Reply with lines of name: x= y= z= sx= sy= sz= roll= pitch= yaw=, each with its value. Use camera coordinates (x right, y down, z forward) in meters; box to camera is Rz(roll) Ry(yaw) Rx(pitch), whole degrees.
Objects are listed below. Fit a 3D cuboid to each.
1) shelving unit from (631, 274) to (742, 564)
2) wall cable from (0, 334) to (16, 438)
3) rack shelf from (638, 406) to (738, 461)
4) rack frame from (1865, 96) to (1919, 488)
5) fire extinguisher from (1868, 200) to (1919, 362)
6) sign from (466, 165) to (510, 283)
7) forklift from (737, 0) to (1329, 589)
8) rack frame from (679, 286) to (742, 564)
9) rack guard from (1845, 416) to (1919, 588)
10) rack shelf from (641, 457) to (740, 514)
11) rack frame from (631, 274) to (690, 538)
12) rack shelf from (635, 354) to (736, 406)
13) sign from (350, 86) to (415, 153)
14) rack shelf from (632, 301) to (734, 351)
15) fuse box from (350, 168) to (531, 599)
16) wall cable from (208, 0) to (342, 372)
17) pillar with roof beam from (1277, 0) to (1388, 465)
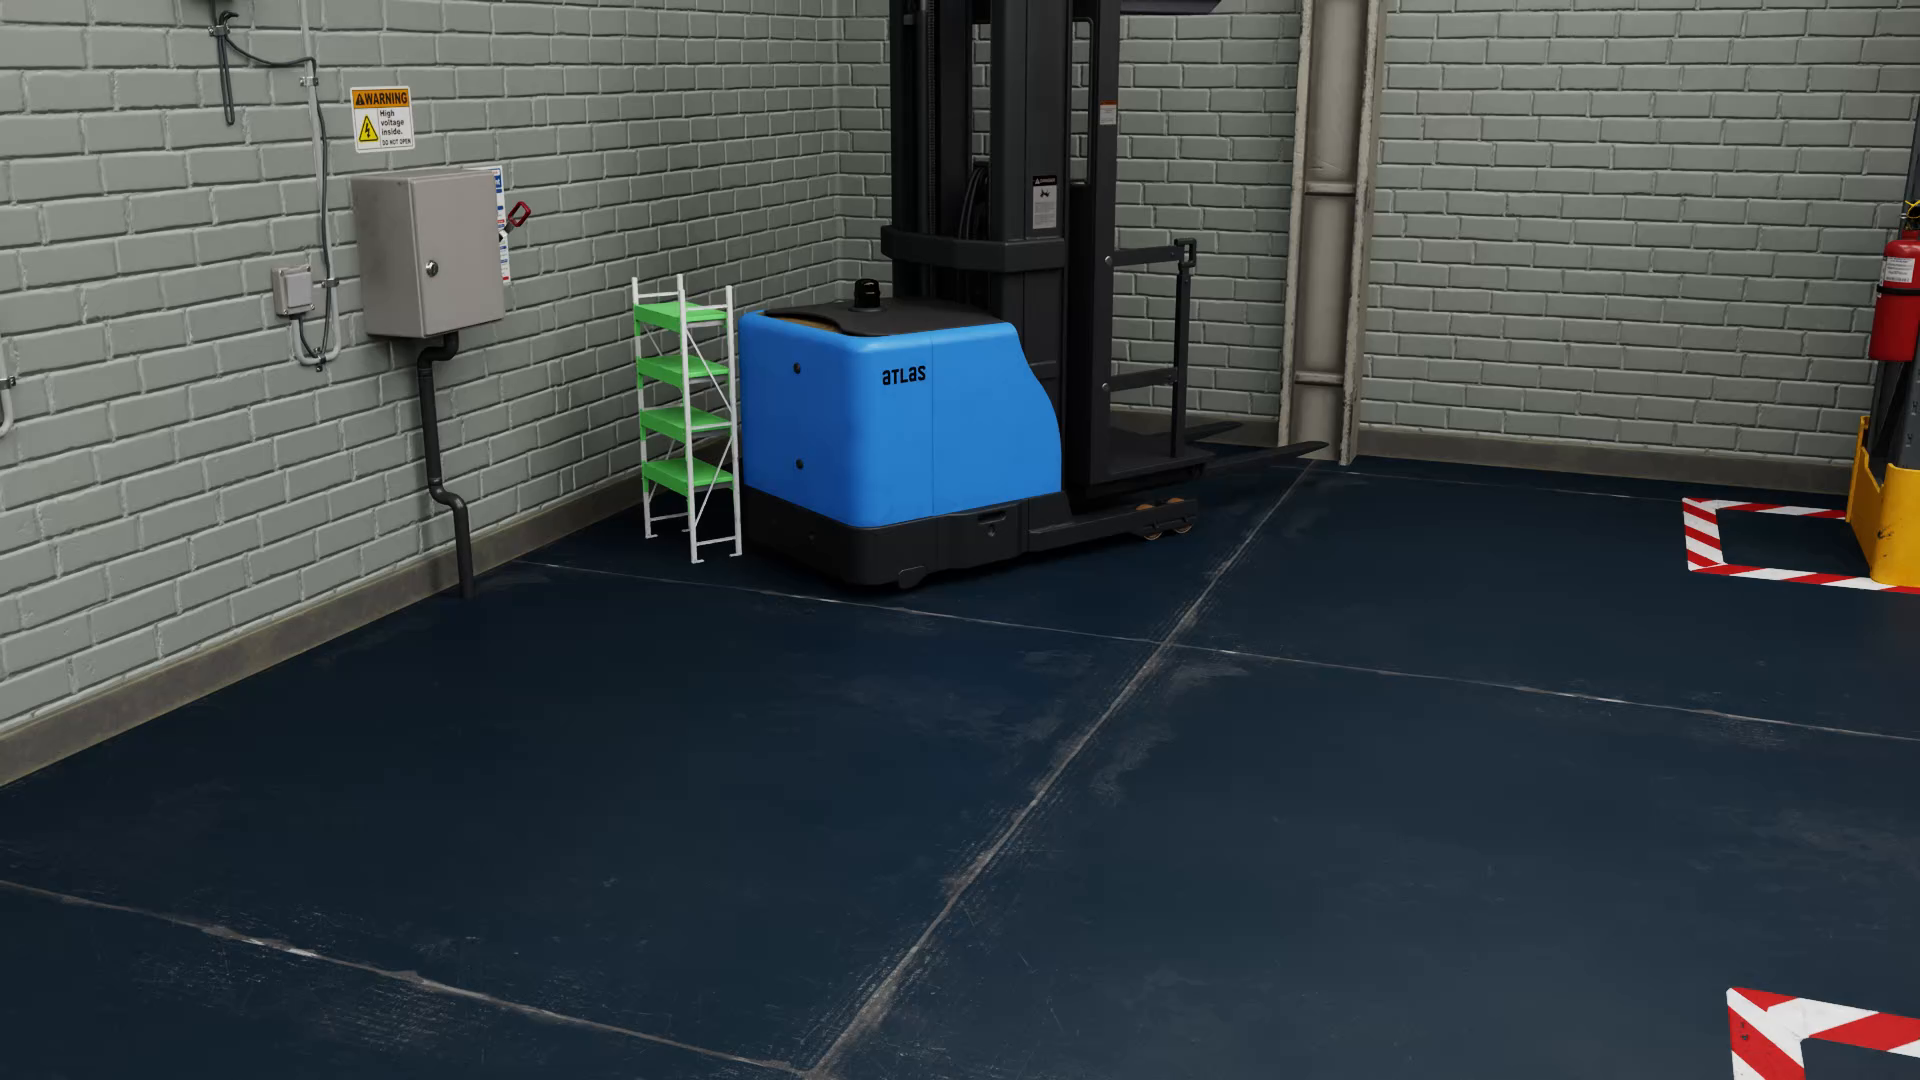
shelving unit: x=-1.218 y=-0.549 z=7.412 sx=0.258 sy=1.200 sz=0.503 roll=-11 pitch=19 yaw=-33
wall cable: x=-2.903 y=-1.183 z=4.491 sx=0.123 sy=1.953 sz=0.585 roll=6 pitch=17 yaw=21
rack shelf: x=-1.218 y=-0.487 z=7.430 sx=0.258 sy=0.148 sz=0.480 roll=-11 pitch=19 yaw=-33
rack frame: x=4.169 y=-1.397 z=7.106 sx=0.127 sy=3.000 sz=1.000 roll=6 pitch=17 yaw=21
fire extinguisher: x=3.862 y=-1.076 z=6.808 sx=0.183 sy=0.674 sz=0.296 roll=6 pitch=17 yaw=21
sign: x=-2.008 y=-1.314 z=6.989 sx=0.001 sy=0.494 sz=0.329 roll=6 pitch=17 yaw=21
forklift: x=0.498 y=-1.512 z=7.624 sx=3.031 sy=2.935 sz=1.130 roll=-12 pitch=20 yaw=-35
rack frame: x=-1.080 y=-0.493 z=7.218 sx=0.240 sy=1.200 sz=0.015 roll=-11 pitch=19 yaw=-33
rack guard: x=4.240 y=-0.189 z=7.428 sx=0.348 sy=0.500 sz=1.175 roll=6 pitch=17 yaw=21
rack shelf: x=-1.218 y=-0.257 z=7.497 sx=0.258 sy=0.148 sz=0.480 roll=-11 pitch=19 yaw=-33
rack frame: x=-1.355 y=-0.605 z=7.605 sx=0.240 sy=1.200 sz=0.015 roll=-11 pitch=19 yaw=-33
rack shelf: x=-1.218 y=-0.718 z=7.363 sx=0.258 sy=0.148 sz=0.480 roll=-11 pitch=19 yaw=-33
sign: x=-2.209 y=-1.614 z=6.370 sx=0.001 sy=0.242 sz=0.339 roll=6 pitch=17 yaw=21
rack shelf: x=-1.218 y=-0.948 z=7.296 sx=0.258 sy=0.148 sz=0.480 roll=-11 pitch=19 yaw=-33
fuse box: x=-1.996 y=-0.591 z=6.641 sx=0.414 sy=1.711 sz=0.539 roll=6 pitch=17 yaw=21
wall cable: x=-2.393 y=-1.537 z=5.766 sx=0.122 sy=1.984 sz=0.588 roll=6 pitch=17 yaw=21
pillar with roof beam: x=0.412 y=-3.671 z=4.179 sx=0.400 sy=9.000 sz=9.100 roll=6 pitch=17 yaw=21
